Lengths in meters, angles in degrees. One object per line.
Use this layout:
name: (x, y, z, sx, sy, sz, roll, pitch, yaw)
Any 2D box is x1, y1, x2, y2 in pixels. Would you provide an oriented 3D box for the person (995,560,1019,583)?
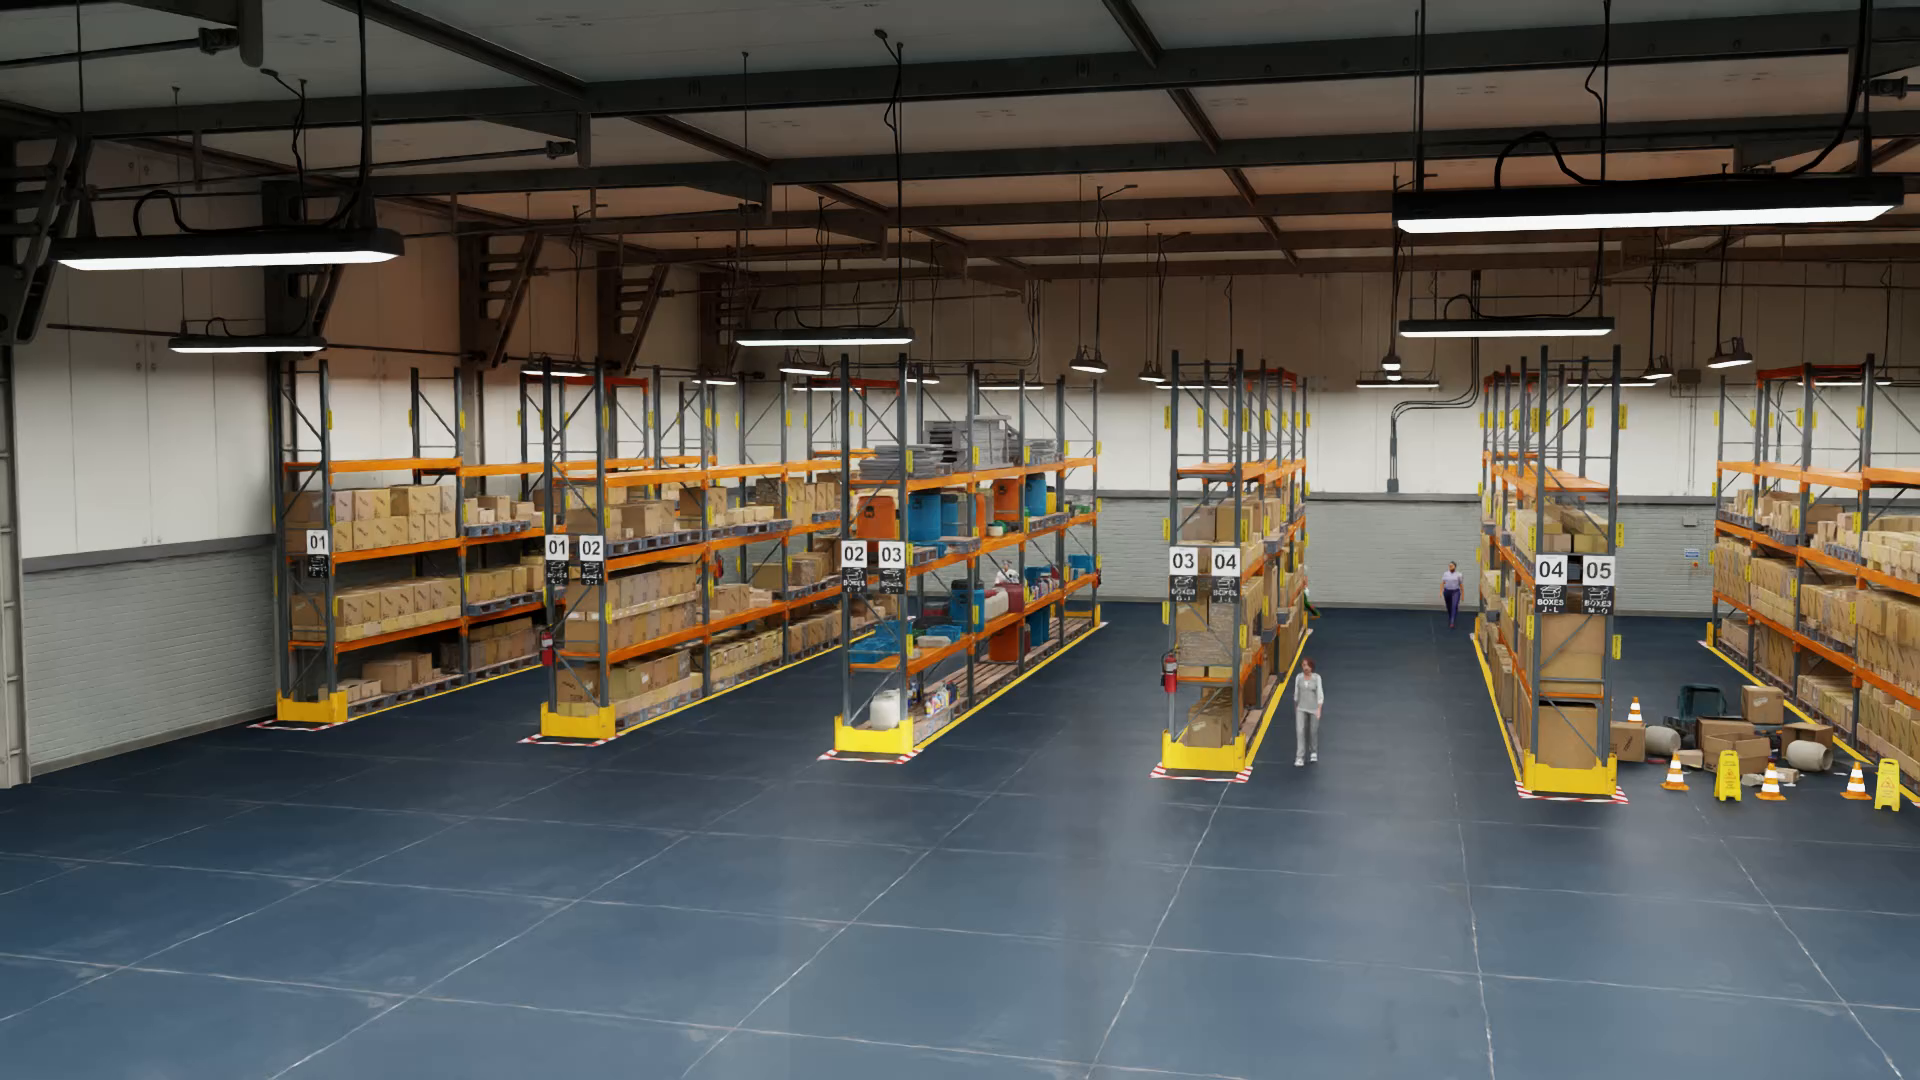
person: (1.207, 1.259, 41.008, 0.627, 1.600, 0.699, 2, 5, 24)

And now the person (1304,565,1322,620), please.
person: (8.409, 1.176, 41.045, 1.046, 1.752, 0.517, 0, 4, 4)

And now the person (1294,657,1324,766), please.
person: (5.034, 2.478, 24.052, 0.435, 1.549, 0.919, 1, 4, 18)

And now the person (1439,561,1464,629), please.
person: (11.846, 1.307, 40.117, 0.527, 1.586, 1.027, 3, 5, 33)
